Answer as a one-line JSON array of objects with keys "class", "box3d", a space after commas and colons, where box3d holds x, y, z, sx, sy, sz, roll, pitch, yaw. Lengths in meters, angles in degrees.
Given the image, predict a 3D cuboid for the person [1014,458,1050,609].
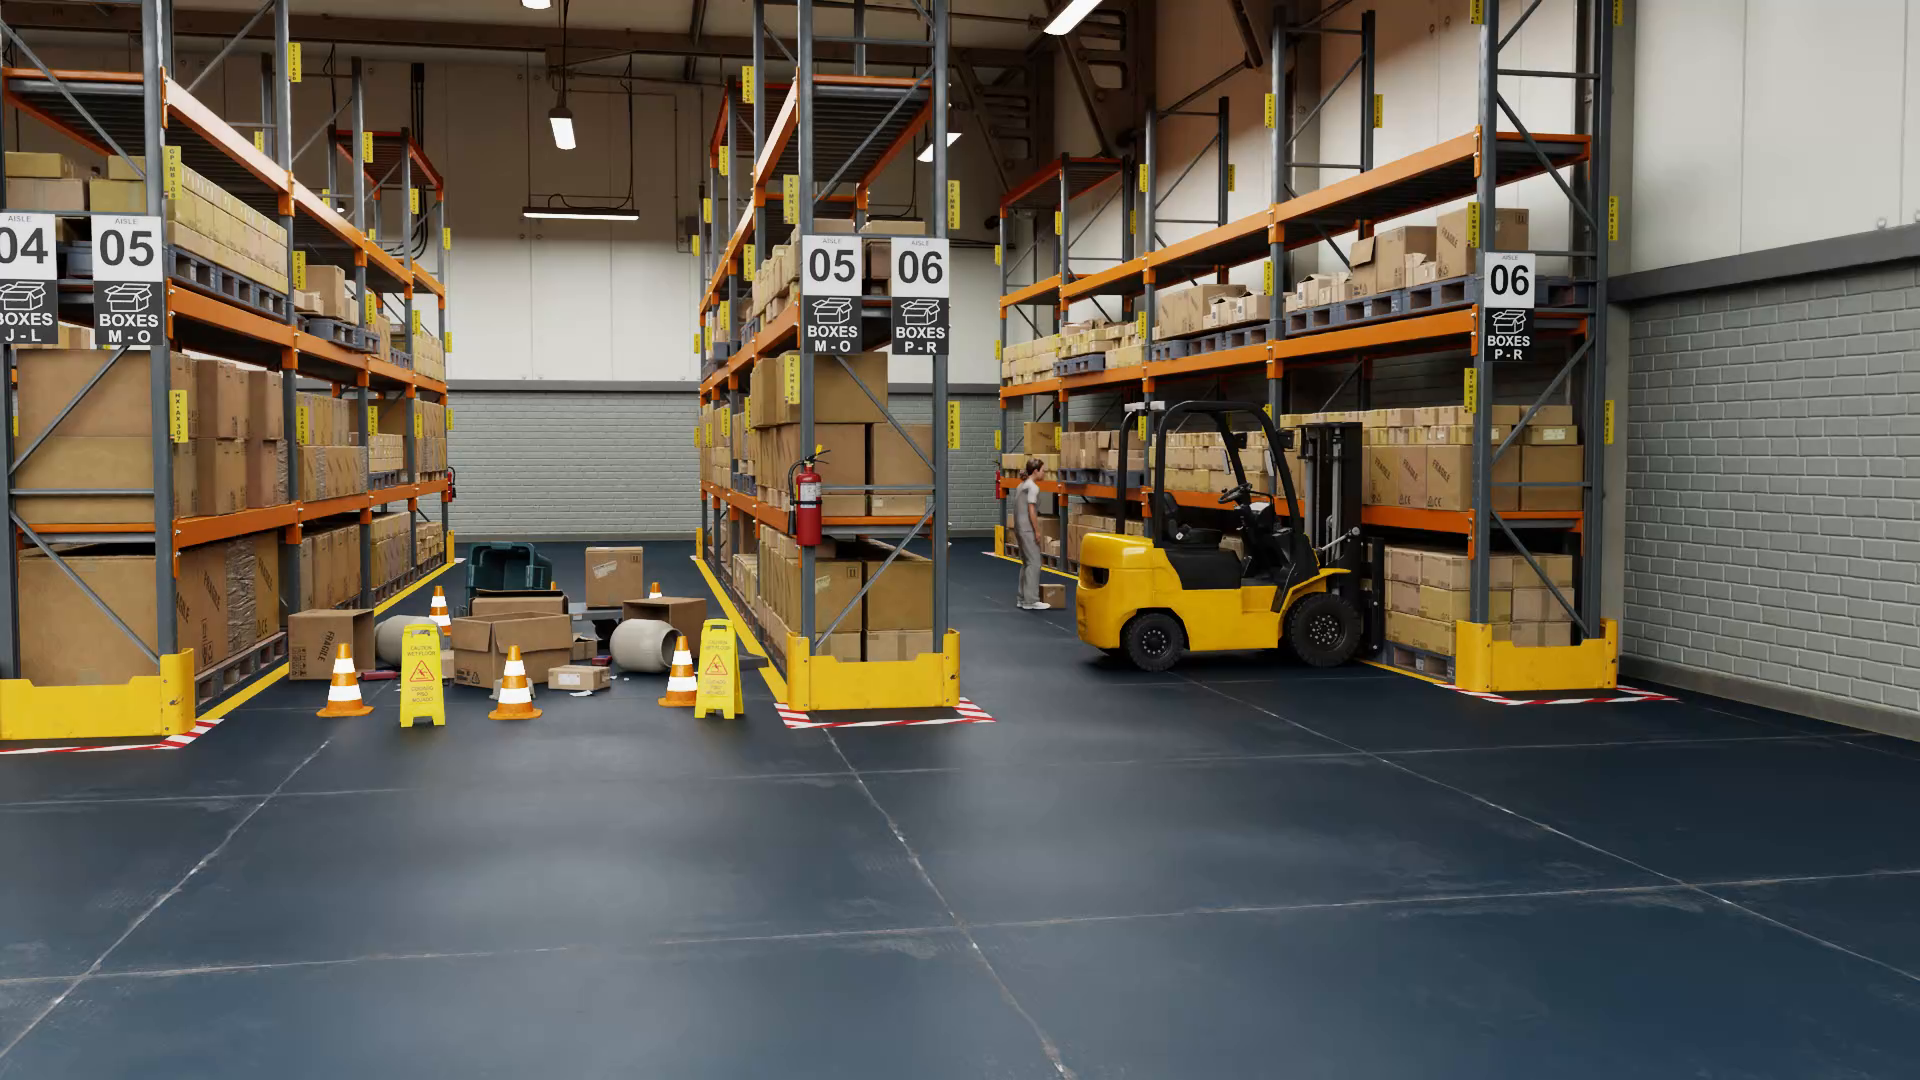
[{"class": "person", "box3d": [0.785, -0.076, 18.551, 0.352, 1.673, 0.494, -1, 3, -12]}]
